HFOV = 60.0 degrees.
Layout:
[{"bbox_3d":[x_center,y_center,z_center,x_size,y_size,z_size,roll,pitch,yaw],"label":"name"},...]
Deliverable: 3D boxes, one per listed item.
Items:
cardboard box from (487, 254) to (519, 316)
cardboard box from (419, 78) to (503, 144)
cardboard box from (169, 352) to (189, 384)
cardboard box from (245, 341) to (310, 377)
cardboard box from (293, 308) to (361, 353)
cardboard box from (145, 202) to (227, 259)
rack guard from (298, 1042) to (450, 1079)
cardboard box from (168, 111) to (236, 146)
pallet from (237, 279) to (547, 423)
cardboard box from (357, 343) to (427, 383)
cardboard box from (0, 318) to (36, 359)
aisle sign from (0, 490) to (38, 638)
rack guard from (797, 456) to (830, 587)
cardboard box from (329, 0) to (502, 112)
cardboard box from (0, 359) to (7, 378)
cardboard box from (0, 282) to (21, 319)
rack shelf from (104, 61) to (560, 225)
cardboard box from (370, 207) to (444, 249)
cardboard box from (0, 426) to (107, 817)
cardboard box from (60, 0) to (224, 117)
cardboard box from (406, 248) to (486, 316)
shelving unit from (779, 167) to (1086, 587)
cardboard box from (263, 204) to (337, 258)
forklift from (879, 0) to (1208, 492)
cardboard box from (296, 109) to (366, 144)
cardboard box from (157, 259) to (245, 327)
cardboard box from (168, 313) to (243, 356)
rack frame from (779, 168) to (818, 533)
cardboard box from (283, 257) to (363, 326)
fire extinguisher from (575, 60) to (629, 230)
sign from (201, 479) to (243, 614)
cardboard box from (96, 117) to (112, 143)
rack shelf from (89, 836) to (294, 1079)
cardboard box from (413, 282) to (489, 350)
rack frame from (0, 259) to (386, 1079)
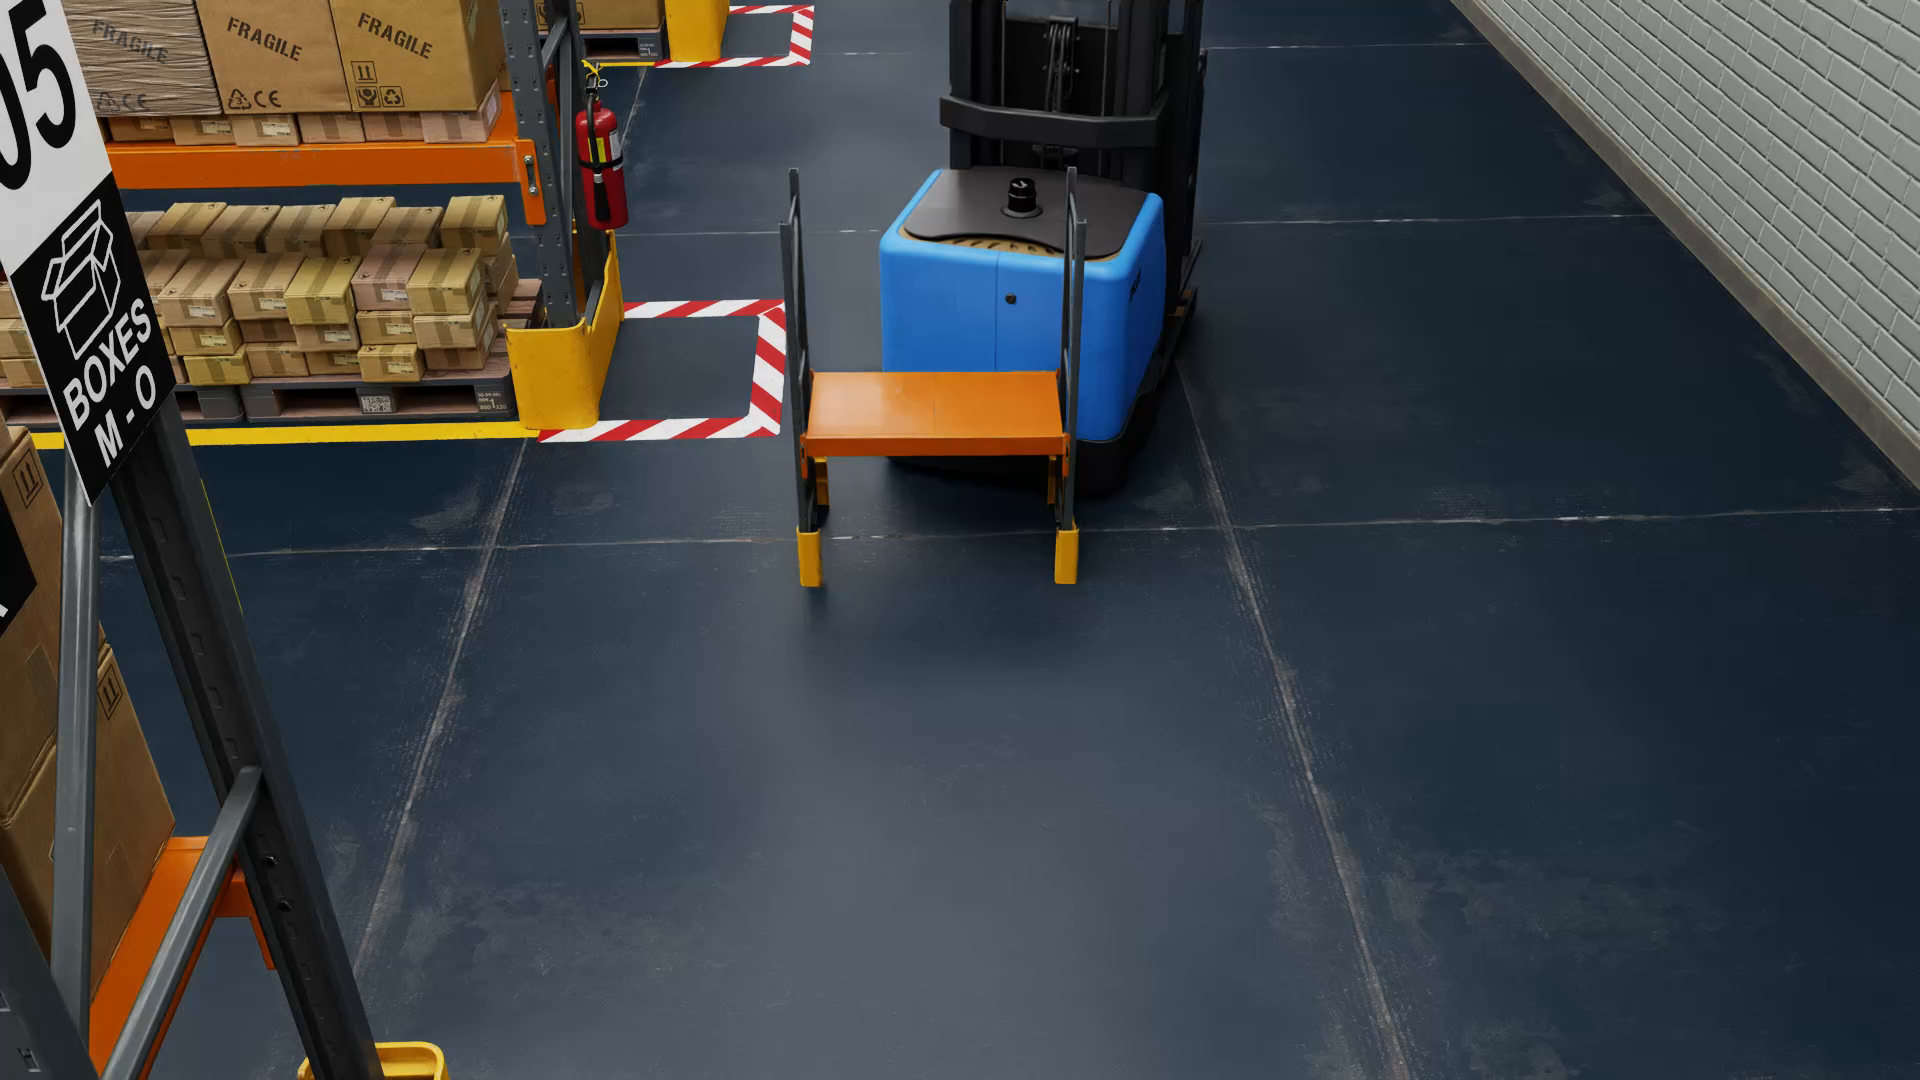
[{"bbox_3d":[-2.300,-1.231,8.029,0.250,0.149,0.380,-1,35,-1],"label":"cardboard box"},{"bbox_3d":[-2.073,-1.790,6.922,0.250,0.149,0.380,-1,35,-2],"label":"cardboard box"},{"bbox_3d":[-3.569,-0.856,7.487,0.250,0.149,0.380,-1,35,-1],"label":"cardboard box"},{"bbox_3d":[-3.043,-0.894,7.542,0.250,0.149,0.380,-1,35,-2],"label":"cardboard box"},{"bbox_3d":[-2.794,-0.994,7.426,0.250,0.149,0.380,-3,35,-4],"label":"cardboard box"},{"bbox_3d":[-3.614,-1.440,7.809,0.250,0.149,0.380,-1,35,-1],"label":"cardboard box"},{"bbox_3d":[-1.402,1.775,3.746,0.348,0.500,1.175,-2,35,-2],"label":"rack guard"},{"bbox_3d":[-3.092,-1.779,6.906,0.250,0.149,0.380,-3,35,-4],"label":"cardboard box"},{"bbox_3d":[-2.650,-0.913,7.883,1.213,0.211,1.003,-2,35,-2],"label":"pallet"},{"bbox_3d":[-2.529,-0.866,7.502,0.250,0.149,0.380,-1,35,-1],"label":"cardboard box"},{"bbox_3d":[-4.088,-0.961,7.378,0.250,0.149,0.380,-2,35,-3],"label":"cardboard box"},{"bbox_3d":[-1.339,-0.147,2.042,0.004,0.787,0.394,-2,35,-2],"label":"aisle sign"},{"bbox_3d":[-0.584,-0.087,6.656,0.087,0.250,0.587,0,35,-1],"label":"rack guard"},{"bbox_3d":[-2.198,-2.068,6.753,0.500,0.500,0.500,-1,35,-1],"label":"cardboard box"},{"bbox_3d":[-4.348,-0.889,7.534,0.250,0.149,0.380,-3,35,-4],"label":"cardboard box"},{"bbox_3d":[-4.089,-1.135,7.368,0.250,0.149,0.380,-3,35,-4],"label":"cardboard box"},{"bbox_3d":[-3.759,-1.713,7.222,4.000,0.370,1.077,-2,35,-2],"label":"rack shelf"},{"bbox_3d":[-2.570,-1.411,7.767,0.250,0.149,0.380,-1,35,-1],"label":"cardboard box"},{"bbox_3d":[-1.919,0.147,2.936,0.500,0.500,0.500,-2,35,-3],"label":"cardboard box"},{"bbox_3d":[-3.218,-2.038,6.710,0.500,0.500,0.500,-1,35,-2],"label":"cardboard box"},{"bbox_3d":[-2.278,-1.150,7.389,0.250,0.149,0.380,-1,35,-2],"label":"cardboard box"},{"bbox_3d":[-0.086,-0.604,6.305,1.083,1.500,0.587,0,35,-1],"label":"shelving unit"},{"bbox_3d":[-3.072,-1.424,7.784,0.250,0.149,0.380,-3,35,-5],"label":"cardboard box"},{"bbox_3d":[0.559,-2.242,7.414,1.130,2.935,3.031,9,36,13],"label":"forklift"},{"bbox_3d":[-2.573,-1.790,6.921,0.250,0.149,0.380,-2,35,-3],"label":"cardboard box"},{"bbox_3d":[-3.312,-1.087,7.298,0.250,0.149,0.380,0,35,0],"label":"cardboard box"},{"bbox_3d":[-3.310,-0.973,7.395,0.250,0.149,0.380,-1,35,-2],"label":"cardboard box"},{"bbox_3d":[-0.604,-0.601,6.300,0.032,1.500,0.500,0,35,-1],"label":"rack frame"},{"bbox_3d":[-2.784,-1.096,7.312,0.250,0.149,0.380,-2,35,-3],"label":"cardboard box"},{"bbox_3d":[-1.488,-1.622,6.854,0.183,0.674,0.296,-2,35,-2],"label":"fire extinguisher"},{"bbox_3d":[-1.446,0.044,3.220,0.005,0.325,0.100,-2,35,-2],"label":"sign"},{"bbox_3d":[-3.629,-1.789,6.920,0.250,0.149,0.380,-1,35,-1],"label":"cardboard box"},{"bbox_3d":[-3.424,1.098,3.160,4.000,0.370,1.077,-2,35,-2],"label":"rack shelf"},{"bbox_3d":[-2.275,-1.009,7.447,0.250,0.149,0.380,-2,35,-4],"label":"cardboard box"},{"bbox_3d":[-1.426,0.748,3.033,0.127,3.000,1.000,-2,35,-2],"label":"rack frame"}]
